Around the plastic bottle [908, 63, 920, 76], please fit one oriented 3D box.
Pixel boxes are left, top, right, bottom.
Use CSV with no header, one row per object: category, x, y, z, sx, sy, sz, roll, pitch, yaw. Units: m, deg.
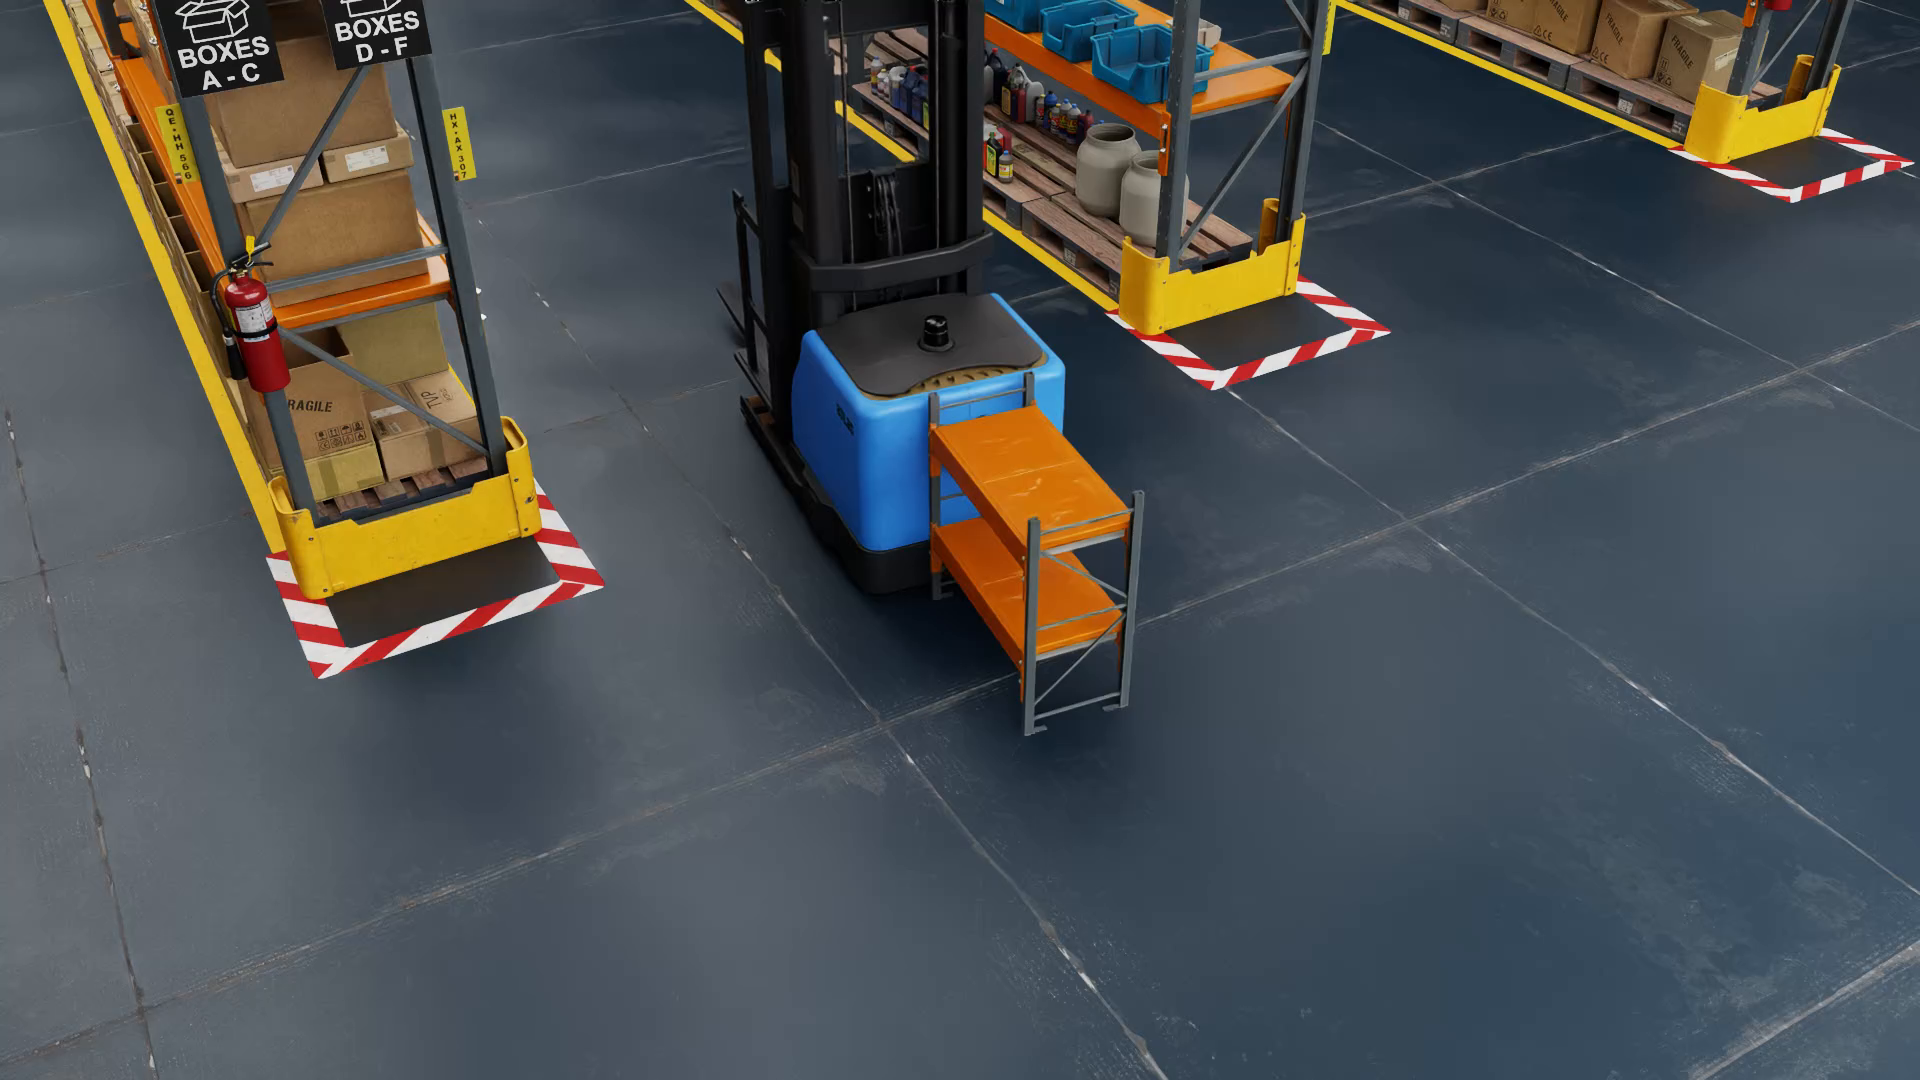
plastic bottle,-0.341,-3.356,12.232,0.061,0.283,0.133,-19,40,-24

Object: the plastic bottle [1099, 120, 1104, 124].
plastic bottle,0.968,-2.745,11.406,0.097,0.271,0.097,0,36,0

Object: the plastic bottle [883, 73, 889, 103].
plastic bottle,-0.517,-3.344,12.285,0.097,0.201,0.097,0,36,0

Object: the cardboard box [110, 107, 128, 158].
cardboard box,-5.654,-2.931,11.695,0.500,0.250,0.500,-18,40,-23

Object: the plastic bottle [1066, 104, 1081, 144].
plastic bottle,0.796,-2.920,11.645,0.097,0.271,0.097,0,36,0

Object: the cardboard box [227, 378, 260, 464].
cardboard box,-3.462,-0.683,8.618,0.500,0.250,0.500,-19,40,-24

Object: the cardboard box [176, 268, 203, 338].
cardboard box,-4.220,-1.446,9.662,0.500,0.250,0.500,-19,40,-24

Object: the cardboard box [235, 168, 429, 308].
cardboard box,-2.899,-1.469,7.633,0.700,0.500,0.500,-19,40,-24

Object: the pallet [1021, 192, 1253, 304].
pallet,1.127,-1.967,10.764,1.003,0.211,1.213,-19,40,-24

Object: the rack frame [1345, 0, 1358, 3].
rack frame,3.882,-6.160,14.141,1.000,3.000,0.127,-19,40,-24

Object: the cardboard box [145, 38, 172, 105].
cardboard box,-4.186,-2.775,9.422,0.700,0.500,0.500,-19,40,-24

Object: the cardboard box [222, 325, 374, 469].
cardboard box,-3.202,-0.734,8.051,0.500,0.500,0.500,-19,40,-24

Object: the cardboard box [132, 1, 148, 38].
cardboard box,-4.203,-2.814,8.925,0.380,0.149,0.250,-20,41,-25

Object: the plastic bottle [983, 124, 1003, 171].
plastic bottle,0.205,-2.674,11.304,0.152,0.276,0.135,-19,40,-24

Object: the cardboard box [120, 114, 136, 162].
cardboard box,-5.136,-2.634,10.813,0.500,0.311,0.500,-19,40,-24

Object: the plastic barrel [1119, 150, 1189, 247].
plastic barrel,1.213,-2.130,10.377,0.421,0.512,0.421,0,36,0

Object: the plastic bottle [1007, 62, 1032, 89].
plastic bottle,0.431,-3.295,12.091,0.144,0.351,0.185,-19,40,-24

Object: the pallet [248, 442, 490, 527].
pallet,-3.096,-0.438,8.671,1.003,0.211,1.213,-19,40,-24

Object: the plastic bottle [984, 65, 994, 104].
plastic bottle,0.154,-3.373,12.261,0.152,0.276,0.135,-19,40,-24

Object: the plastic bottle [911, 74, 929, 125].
plastic bottle,-0.259,-3.170,11.919,0.144,0.351,0.185,-21,41,-26

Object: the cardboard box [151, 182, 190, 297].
cardboard box,-4.220,-1.749,9.441,0.500,0.500,0.500,-19,40,-24

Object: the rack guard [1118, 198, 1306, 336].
rack guard,1.531,-1.668,10.110,1.175,0.500,0.348,-19,40,-24

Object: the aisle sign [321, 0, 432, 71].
aisle sign,-2.377,-2.294,6.643,0.394,0.787,0.004,-19,40,-24

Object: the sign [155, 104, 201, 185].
sign,-3.151,-1.596,6.710,0.100,0.325,0.005,-19,40,-24

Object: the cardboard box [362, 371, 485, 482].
cardboard box,-2.752,-0.585,8.483,0.500,0.250,0.500,-19,40,-24

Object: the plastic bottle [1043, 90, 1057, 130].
plastic bottle,0.644,-3.075,11.857,0.097,0.271,0.097,0,36,0

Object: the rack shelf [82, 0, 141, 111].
rack shelf,-5.690,-3.956,11.733,1.077,0.370,4.000,-19,40,-24

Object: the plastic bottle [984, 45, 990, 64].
plastic bottle,0.173,-3.557,12.450,0.144,0.351,0.185,-20,41,-25

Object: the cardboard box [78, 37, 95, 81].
cardboard box,-6.432,-3.715,12.769,0.500,0.250,0.500,-20,41,-25

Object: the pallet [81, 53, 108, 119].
pallet,-6.315,-3.709,13.149,1.003,0.211,1.213,-19,40,-24

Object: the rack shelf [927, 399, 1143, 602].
rack shelf,0.297,-0.191,7.061,0.538,0.278,1.000,-14,38,-19

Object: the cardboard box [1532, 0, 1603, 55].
cardboard box,4.965,-4.223,13.253,0.500,0.500,0.500,-15,39,-20

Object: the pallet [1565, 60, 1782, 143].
pallet,5.476,-3.458,12.805,1.003,0.211,1.213,-19,40,-24

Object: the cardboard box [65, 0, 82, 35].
cardboard box,-6.685,-4.198,12.954,0.500,0.311,0.500,-18,40,-22

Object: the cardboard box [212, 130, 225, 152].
cardboard box,-3.165,-1.761,7.482,0.380,0.149,0.250,-18,40,-23

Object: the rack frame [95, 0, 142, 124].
rack frame,-4.685,-3.227,10.125,1.000,3.000,0.127,-19,40,-24

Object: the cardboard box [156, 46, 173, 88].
cardboard box,-3.813,-2.418,8.382,0.380,0.149,0.250,-19,40,-25

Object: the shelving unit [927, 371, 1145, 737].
shelving unit,0.297,0.046,7.234,0.538,1.125,1.048,-14,38,-19

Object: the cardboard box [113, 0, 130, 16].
cardboard box,-5.285,-3.566,10.704,0.396,0.266,0.258,-20,41,-25

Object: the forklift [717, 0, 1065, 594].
forklift,-0.551,-1.795,8.223,1.130,2.935,3.031,-14,38,-19

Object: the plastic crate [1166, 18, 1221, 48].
plastic crate,1.438,-3.098,10.172,0.298,0.136,0.250,-19,40,-24

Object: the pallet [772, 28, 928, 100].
pallet,-0.828,-3.955,13.487,1.003,0.211,1.213,-19,40,-24

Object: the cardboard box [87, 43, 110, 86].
cardboard box,-5.901,-3.410,11.875,0.500,0.311,0.500,-19,40,-24

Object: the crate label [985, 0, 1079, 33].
crate label,0.451,-3.525,10.504,0.502,0.435,0.616,-19,40,-24

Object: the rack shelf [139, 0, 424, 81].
rack shelf,-3.680,-3.127,8.056,1.077,0.370,4.000,-19,40,-24
